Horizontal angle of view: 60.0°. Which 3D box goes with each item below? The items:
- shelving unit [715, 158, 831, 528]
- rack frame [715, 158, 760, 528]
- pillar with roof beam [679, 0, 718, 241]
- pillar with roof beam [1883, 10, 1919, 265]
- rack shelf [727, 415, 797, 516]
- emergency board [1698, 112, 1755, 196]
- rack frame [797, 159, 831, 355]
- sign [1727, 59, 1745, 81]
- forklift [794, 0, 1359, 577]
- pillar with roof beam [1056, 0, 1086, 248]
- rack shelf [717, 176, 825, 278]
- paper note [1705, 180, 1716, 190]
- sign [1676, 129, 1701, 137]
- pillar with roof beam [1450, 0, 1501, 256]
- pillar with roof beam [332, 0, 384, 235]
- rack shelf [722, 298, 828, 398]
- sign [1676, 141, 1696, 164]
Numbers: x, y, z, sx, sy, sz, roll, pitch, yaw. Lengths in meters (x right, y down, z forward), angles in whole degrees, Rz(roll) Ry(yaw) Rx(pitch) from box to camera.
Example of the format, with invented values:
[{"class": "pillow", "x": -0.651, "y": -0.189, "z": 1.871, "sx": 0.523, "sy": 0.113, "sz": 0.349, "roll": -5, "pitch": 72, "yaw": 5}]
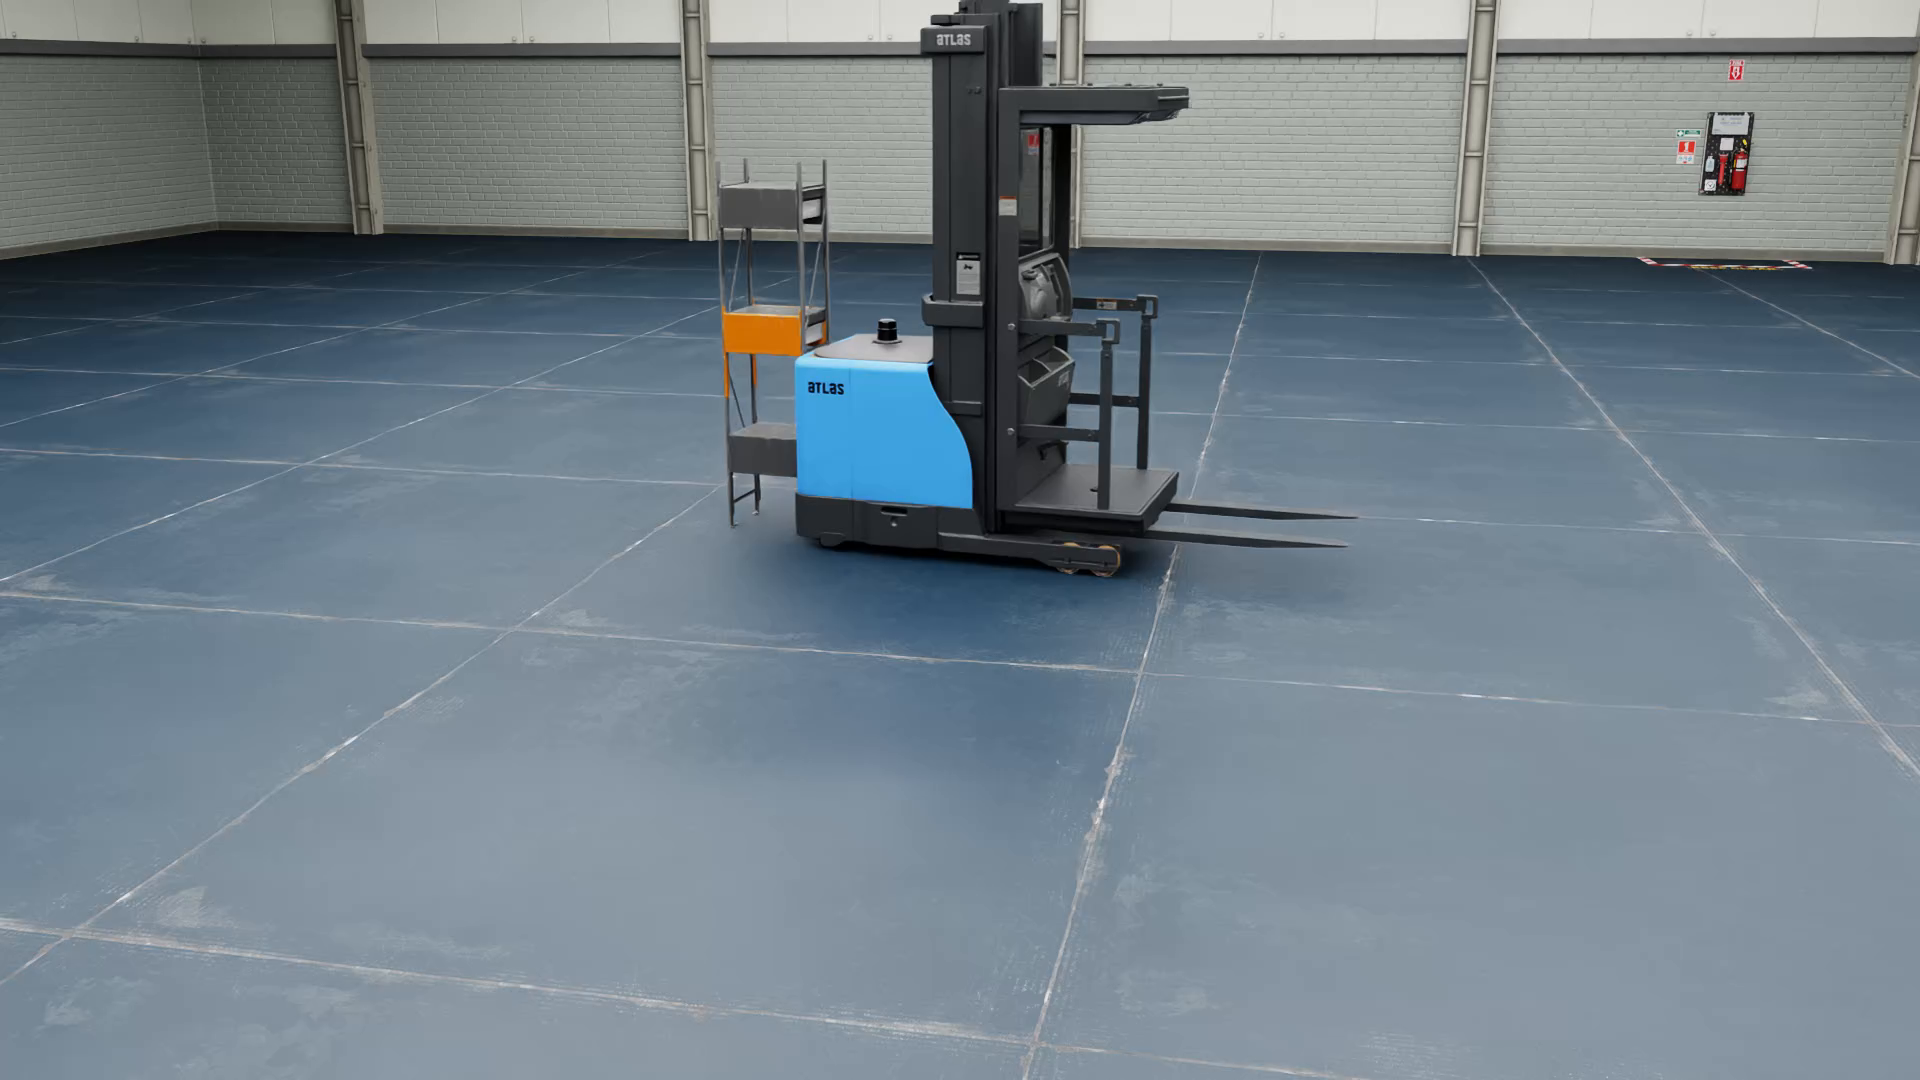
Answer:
[{"class": "shelving unit", "x": -1.053, "y": -1.112, "z": 9.573, "sx": 0.503, "sy": 2.100, "sz": 0.431, "roll": 5, "pitch": 16, "yaw": 17}, {"class": "rack frame", "x": -1.285, "y": -1.132, "z": 9.645, "sx": 0.015, "sy": 2.100, "sz": 0.400, "roll": 5, "pitch": 16, "yaw": 17}, {"class": "pillar with roof beam", "x": -5.054, "y": -8.119, "z": 21.946, "sx": 0.400, "sy": 9.000, "sz": 9.100, "roll": 3, "pitch": 16, "yaw": 11}, {"class": "pillar with roof beam", "x": 12.585, "y": -7.162, "z": 18.489, "sx": 0.400, "sy": 9.000, "sz": 9.100, "roll": 3, "pitch": 16, "yaw": 11}, {"class": "rack shelf", "x": -1.053, "y": -0.424, "z": 9.764, "sx": 0.480, "sy": 0.518, "sz": 0.431, "roll": 5, "pitch": 16, "yaw": 17}, {"class": "emergency board", "x": 11.029, "y": -5.538, "z": 23.866, "sx": 0.643, "sy": 1.169, "sz": 0.194, "roll": 3, "pitch": 16, "yaw": 11}, {"class": "rack frame", "x": -0.820, "y": -1.092, "z": 9.501, "sx": 0.015, "sy": 2.100, "sz": 0.400, "roll": 5, "pitch": 16, "yaw": 17}, {"class": "sign", "x": 11.041, "y": -6.682, "z": 23.652, "sx": 0.199, "sy": 0.298, "sz": 0.001, "roll": 3, "pitch": 16, "yaw": 11}, {"class": "forklift", "x": 0.652, "y": -1.376, "z": 8.968, "sx": 3.031, "sy": 2.935, "sz": 1.130, "roll": 5, "pitch": 16, "yaw": 17}, {"class": "pillar with roof beam", "x": 0.826, "y": -7.800, "z": 20.793, "sx": 0.400, "sy": 9.000, "sz": 9.100, "roll": 3, "pitch": 16, "yaw": 11}, {"class": "rack shelf", "x": -1.053, "y": -1.773, "z": 9.390, "sx": 0.480, "sy": 0.518, "sz": 0.431, "roll": 5, "pitch": 16, "yaw": 17}, {"class": "paper note", "x": 10.869, "y": -5.141, "z": 24.083, "sx": 0.142, "sy": 0.148, "sz": 0.016, "roll": 3, "pitch": 16, "yaw": 11}, {"class": "sign", "x": 10.510, "y": -5.865, "z": 23.985, "sx": 0.331, "sy": 0.109, "sz": 0.001, "roll": 3, "pitch": 16, "yaw": 11}, {"class": "pillar with roof beam", "x": 6.706, "y": -7.481, "z": 19.641, "sx": 0.400, "sy": 9.000, "sz": 9.100, "roll": 3, "pitch": 16, "yaw": 11}, {"class": "pillar with roof beam", "x": -10.933, "y": -8.438, "z": 23.098, "sx": 0.400, "sy": 9.000, "sz": 9.100, "roll": 3, "pitch": 16, "yaw": 11}, {"class": "rack shelf", "x": -1.053, "y": -1.099, "z": 9.577, "sx": 0.480, "sy": 0.518, "sz": 0.431, "roll": 5, "pitch": 16, "yaw": 17}, {"class": "sign", "x": 10.508, "y": -5.612, "z": 24.065, "sx": 0.234, "sy": 0.329, "sz": 0.001, "roll": 3, "pitch": 16, "yaw": 11}]
